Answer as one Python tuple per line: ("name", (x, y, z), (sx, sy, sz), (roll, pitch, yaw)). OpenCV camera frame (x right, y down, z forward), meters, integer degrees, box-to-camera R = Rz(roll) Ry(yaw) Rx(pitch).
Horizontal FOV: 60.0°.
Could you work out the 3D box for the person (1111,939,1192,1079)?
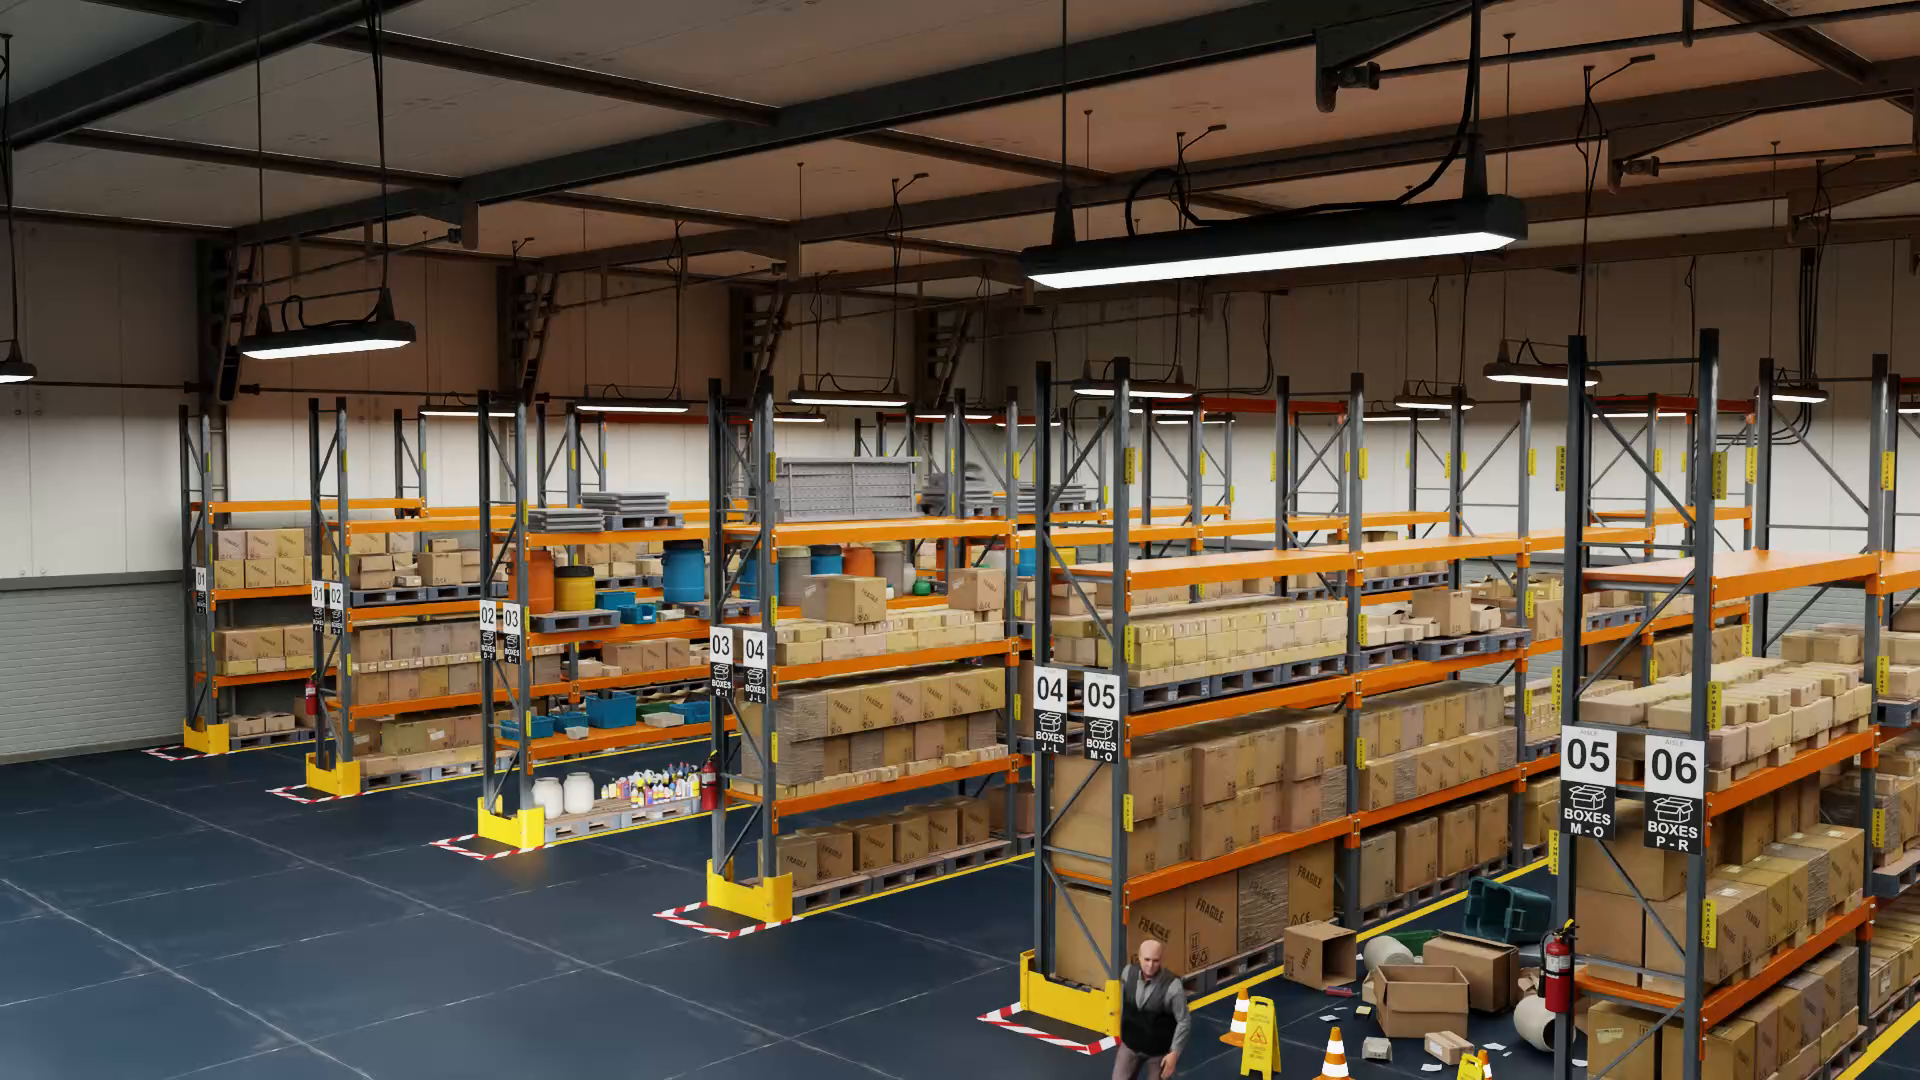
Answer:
("person", (1.390, 3.694, 12.062), (0.655, 1.684, 0.653), (2, 3, 27))
